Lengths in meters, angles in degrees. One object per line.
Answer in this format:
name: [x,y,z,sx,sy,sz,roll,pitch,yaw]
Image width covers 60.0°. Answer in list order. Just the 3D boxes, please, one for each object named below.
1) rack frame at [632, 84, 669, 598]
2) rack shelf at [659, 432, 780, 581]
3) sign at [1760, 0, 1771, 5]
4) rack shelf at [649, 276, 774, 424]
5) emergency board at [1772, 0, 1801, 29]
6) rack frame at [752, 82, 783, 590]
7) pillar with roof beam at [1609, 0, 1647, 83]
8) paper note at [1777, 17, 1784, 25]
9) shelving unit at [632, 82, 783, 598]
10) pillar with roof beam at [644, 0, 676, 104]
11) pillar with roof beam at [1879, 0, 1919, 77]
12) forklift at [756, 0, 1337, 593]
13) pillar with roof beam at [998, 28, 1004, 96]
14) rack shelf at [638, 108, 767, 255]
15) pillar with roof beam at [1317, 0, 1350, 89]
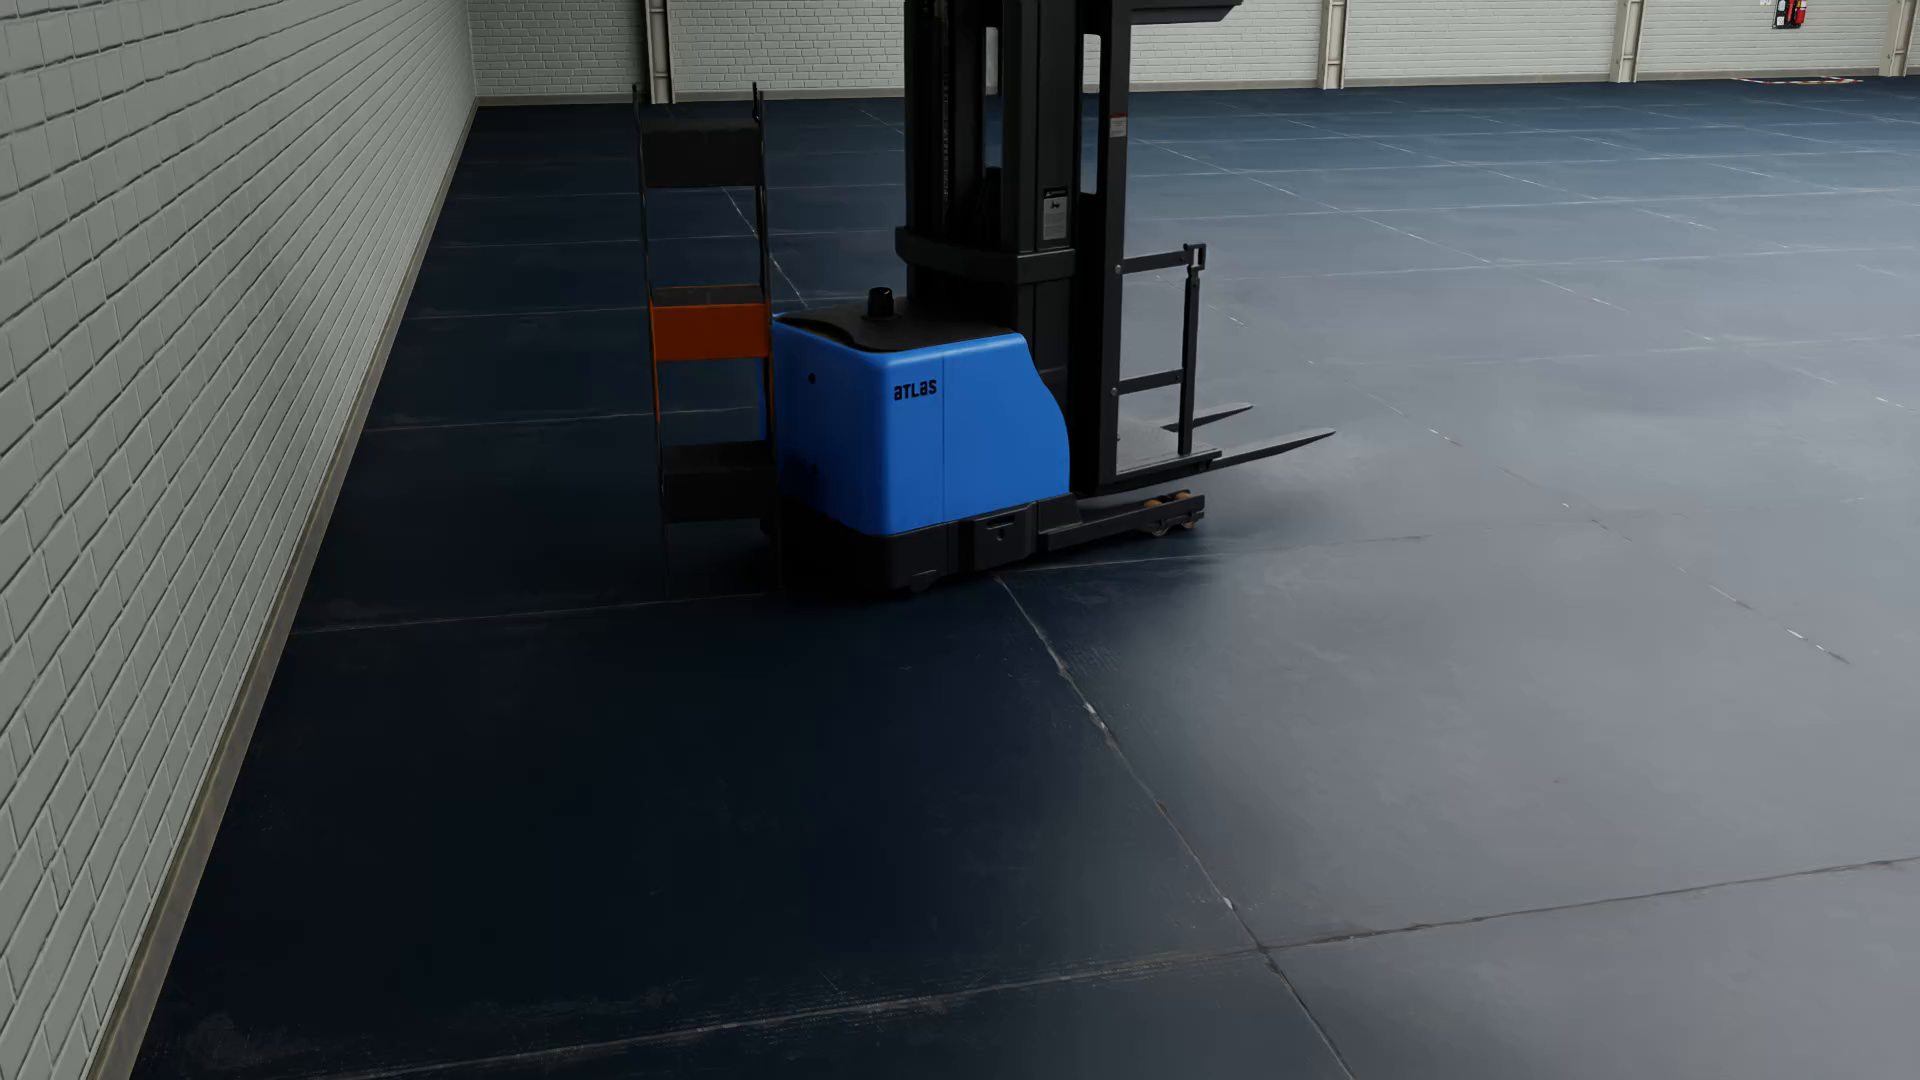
rack frame: [-1.292,-0.805,6.956,0.015,2.100,0.400,-4,21,-10]
rack shelf: [-1.053,-0.152,7.248,0.480,0.518,0.431,-4,21,-10]
sign: [15.435,-10.411,31.823,0.234,0.329,0.001,-5,21,-12]
rack shelf: [-1.052,-0.808,7.004,0.480,0.518,0.431,-4,21,-10]
emergency board: [15.984,-10.409,31.870,0.626,1.169,0.157,-5,21,-12]
rack frame: [-0.813,-0.837,7.043,0.015,2.100,0.400,-4,21,-10]
pillar with roof beam: [13.562,-11.488,26.092,0.400,9.000,9.100,-5,21,-12]
paper note: [15.808,-9.999,32.031,0.142,0.148,0.016,-5,21,-12]
shelving unit: [-1.052,-0.821,7.000,0.503,2.100,0.431,-4,21,-10]
pillar with roof beam: [-3.955,-10.063,22.202,0.400,9.000,9.100,-5,21,-12]
pillar with roof beam: [19.401,-11.962,27.388,0.400,9.000,9.100,-5,21,-12]
forklift: [0.560,-1.530,7.731,3.031,2.935,1.130,-14,24,-33]
pillar with roof beam: [1.884,-10.538,23.499,0.400,9.000,9.100,-5,21,-12]
rack shelf: [-1.052,-1.464,6.761,0.480,0.518,0.431,-4,21,-10]
pillar with roof beam: [7.723,-11.013,24.795,0.400,9.000,9.100,-5,21,-12]
